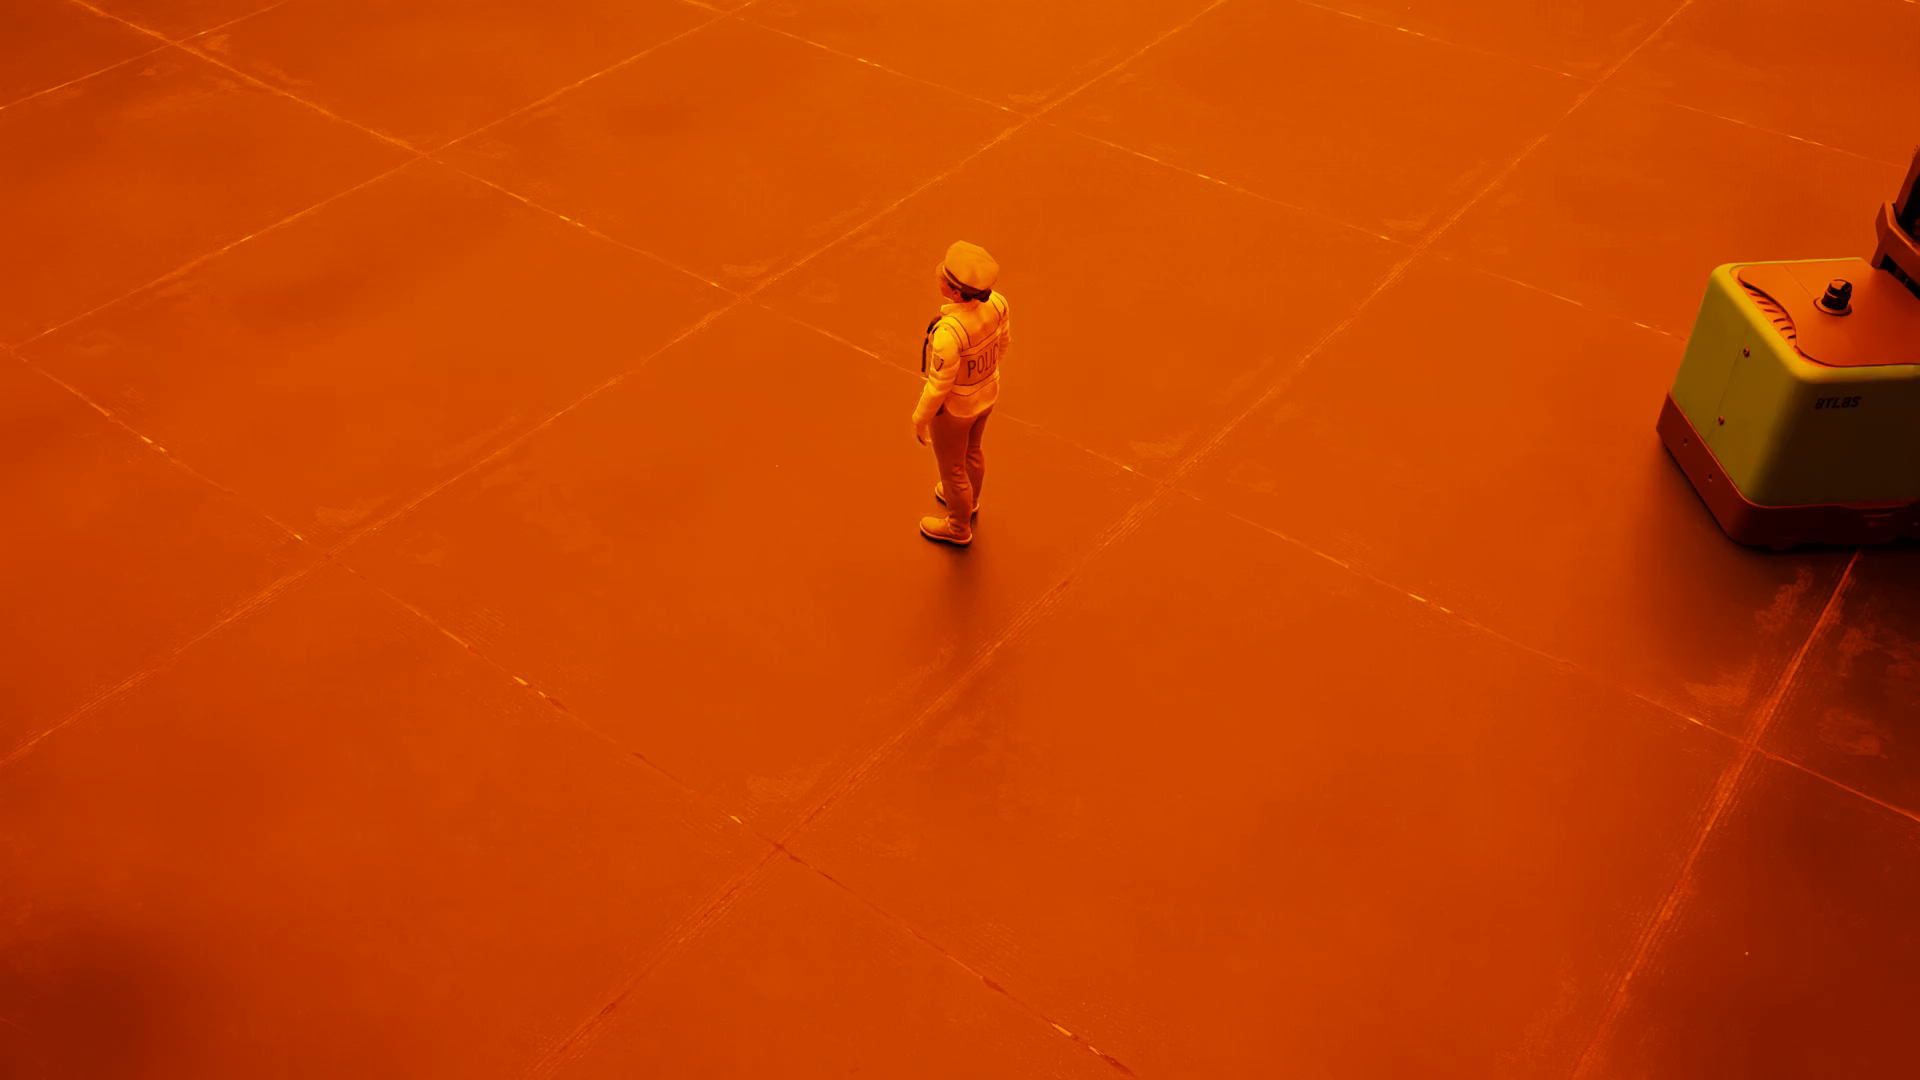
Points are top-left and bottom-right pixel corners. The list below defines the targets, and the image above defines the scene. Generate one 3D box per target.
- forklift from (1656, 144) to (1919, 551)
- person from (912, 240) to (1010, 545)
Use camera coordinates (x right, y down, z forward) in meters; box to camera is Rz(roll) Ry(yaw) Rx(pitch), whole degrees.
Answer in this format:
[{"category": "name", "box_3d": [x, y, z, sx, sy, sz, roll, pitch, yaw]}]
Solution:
[{"category": "forklift", "box_3d": [5.278, -1.451, 7.776, 3.031, 2.935, 1.130, -3, 41, -4]}, {"category": "person", "box_3d": [-0.051, -0.681, 7.814, 0.531, 1.695, 0.587, 26, 47, 28]}]
